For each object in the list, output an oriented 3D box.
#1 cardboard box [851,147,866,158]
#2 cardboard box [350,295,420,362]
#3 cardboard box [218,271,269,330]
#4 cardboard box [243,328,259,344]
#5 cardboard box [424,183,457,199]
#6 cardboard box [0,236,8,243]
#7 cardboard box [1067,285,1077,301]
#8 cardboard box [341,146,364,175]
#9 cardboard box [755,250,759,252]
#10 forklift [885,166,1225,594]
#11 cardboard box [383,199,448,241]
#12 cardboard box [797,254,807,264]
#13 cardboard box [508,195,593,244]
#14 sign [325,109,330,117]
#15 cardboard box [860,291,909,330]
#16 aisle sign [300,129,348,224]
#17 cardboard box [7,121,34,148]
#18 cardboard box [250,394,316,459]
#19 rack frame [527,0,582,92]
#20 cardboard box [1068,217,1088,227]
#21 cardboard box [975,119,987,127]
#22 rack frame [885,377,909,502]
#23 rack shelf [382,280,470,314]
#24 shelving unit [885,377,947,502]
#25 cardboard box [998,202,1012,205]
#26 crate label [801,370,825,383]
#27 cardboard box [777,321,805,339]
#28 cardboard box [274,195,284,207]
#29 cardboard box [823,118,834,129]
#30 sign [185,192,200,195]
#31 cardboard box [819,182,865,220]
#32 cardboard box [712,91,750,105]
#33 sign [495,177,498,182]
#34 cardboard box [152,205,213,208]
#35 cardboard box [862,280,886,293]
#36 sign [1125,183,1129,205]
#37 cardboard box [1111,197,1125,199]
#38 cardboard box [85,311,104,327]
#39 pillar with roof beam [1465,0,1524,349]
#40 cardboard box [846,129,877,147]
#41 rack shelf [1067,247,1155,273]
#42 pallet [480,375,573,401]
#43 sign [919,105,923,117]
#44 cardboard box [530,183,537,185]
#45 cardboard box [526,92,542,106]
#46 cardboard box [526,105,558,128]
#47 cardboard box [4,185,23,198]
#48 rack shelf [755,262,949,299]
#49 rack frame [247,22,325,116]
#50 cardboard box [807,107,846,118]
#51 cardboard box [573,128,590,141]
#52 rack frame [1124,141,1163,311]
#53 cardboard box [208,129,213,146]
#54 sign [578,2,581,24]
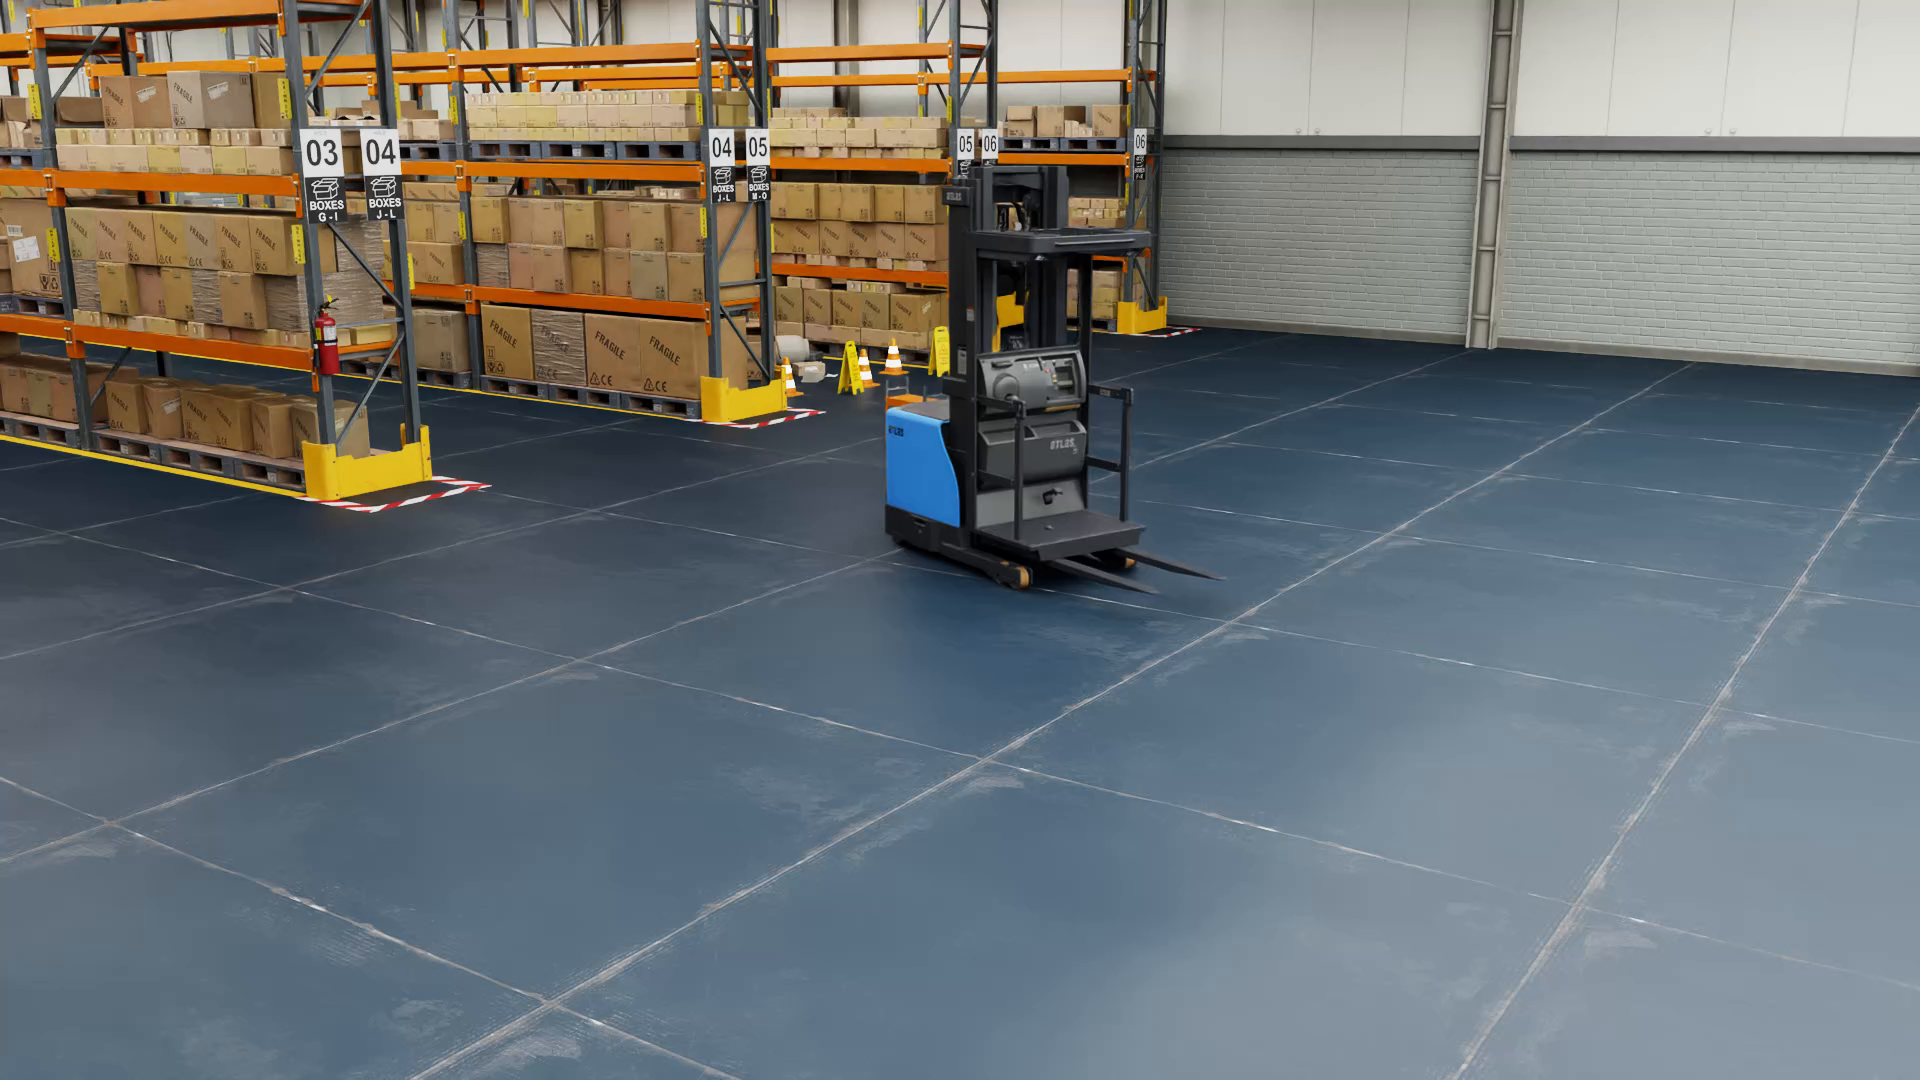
[{"bbox_3d":[-1.313,-5.407,23.205,0.250,0.149,0.380,9,16,31],"label":"cardboard box"},{"bbox_3d":[-7.948,-2.872,22.490,0.750,0.750,1.050,9,17,34],"label":"cardboard box"},{"bbox_3d":[-6.267,-2.243,15.316,0.500,0.500,0.875,9,17,33],"label":"cardboard box"},{"bbox_3d":[-6.338,-1.897,15.265,0.250,0.149,0.380,9,17,33],"label":"cardboard box"},{"bbox_3d":[-8.714,-5.800,28.223,0.500,0.500,0.500,9,16,31],"label":"cardboard box"},{"bbox_3d":[-10.993,-3.134,18.659,0.500,0.500,0.700,12,19,41],"label":"cardboard box"},{"bbox_3d":[1.965,-4.078,27.364,0.500,0.250,0.500,9,17,32],"label":"cardboard box"},{"bbox_3d":[-5.600,-3.427,14.996,0.500,0.250,0.500,10,17,34],"label":"cardboard box"},{"bbox_3d":[-2.923,-4.519,24.508,0.500,0.500,0.500,9,17,33],"label":"cardboard box"},{"bbox_3d":[0.665,-1.198,12.063,1.130,2.935,3.031,-10,17,-34],"label":"forklift"},{"bbox_3d":[-7.074,-4.176,21.660,0.500,0.500,0.700,9,17,33],"label":"cardboard box"},{"bbox_3d":[-2.150,-4.090,24.124,0.250,0.149,0.380,9,17,33],"label":"cardboard box"},{"bbox_3d":[-5.003,-3.930,20.397,0.550,0.550,0.875,9,17,33],"label":"cardboard box"},{"bbox_3d":[-8.814,-5.831,23.154,0.005,0.325,0.100,9,17,33],"label":"sign"},{"bbox_3d":[-1.059,-3.262,23.545,0.500,0.500,0.500,10,17,35],"label":"cardboard box"},{"bbox_3d":[-5.460,-3.122,14.282,0.004,0.787,0.394,9,17,33],"label":"aisle sign"},{"bbox_3d":[-9.499,-4.165,17.070,0.258,0.266,0.396,10,17,35],"label":"cardboard box"},{"bbox_3d":[-6.368,-1.079,15.767,0.500,0.500,0.500,-12,18,-39],"label":"cardboard box"},{"bbox_3d":[-6.452,-7.889,26.465,0.127,3.000,1.000,9,17,33],"label":"rack frame"},{"bbox_3d":[1.973,-5.028,27.183,0.500,0.500,0.500,10,17,35],"label":"cardboard box"},{"bbox_3d":[0.189,-6.936,27.959,0.500,0.311,0.500,10,17,34],"label":"cardboard box"},{"bbox_3d":[-0.523,-0.753,13.867,0.240,1.200,0.015,-12,18,-40],"label":"rack frame"},{"bbox_3d":[-7.471,-3.359,22.147,4.000,0.370,1.077,9,17,33],"label":"rack shelf"},{"bbox_3d":[-0.361,-0.709,13.690,0.258,1.200,0.503,-12,18,-40],"label":"shelving unit"},{"bbox_3d":[0.847,-5.680,27.847,0.250,0.149,0.380,9,17,33],"label":"cardboard box"},{"bbox_3d":[-1.915,-2.141,21.687,0.298,0.136,0.250,1,14,4],"label":"crate label"},{"bbox_3d":[-2.345,-3.107,24.481,0.500,0.250,0.500,10,17,36],"label":"cardboard box"},{"bbox_3d":[-12.418,-6.395,30.624,0.500,0.500,0.500,9,16,31],"label":"cardboard box"},{"bbox_3d":[-1.717,-5.862,23.383,0.250,0.149,0.380,10,17,34],"label":"cardboard box"},{"bbox_3d":[-16.691,-7.618,36.137,0.001,0.242,0.339,9,17,33],"label":"sign"},{"bbox_3d":[-1.592,-4.819,23.640,0.500,0.500,0.700,9,17,32],"label":"cardboard box"},{"bbox_3d":[-2.592,-4.985,18.758,0.250,0.149,0.380,9,17,33],"label":"cardboard box"},{"bbox_3d":[-9.997,-7.863,35.779,0.005,0.325,0.100,9,17,33],"label":"sign"},{"bbox_3d":[-7.721,-3.070,16.577,0.500,0.500,0.500,9,17,33],"label":"cardboard box"},{"bbox_3d":[-1.173,-3.578,23.471,0.250,0.149,0.380,10,17,34],"label":"cardboard box"},{"bbox_3d":[2.639,-5.465,26.254,0.005,0.325,0.100,9,17,33],"label":"sign"},{"bbox_3d":[2.608,-5.538,27.274,0.250,0.149,0.380,10,17,35],"label":"cardboard box"},{"bbox_3d":[-8.453,-2.218,16.562,0.250,0.149,0.380,9,17,33],"label":"cardboard box"},{"bbox_3d":[5.455,-6.416,20.516,0.400,9.000,9.100,9,17,33],"label":"pillar with roof beam"},{"bbox_3d":[-1.238,-5.583,23.084,0.500,0.250,0.500,10,17,34],"label":"cardboard box"},{"bbox_3d":[1.294,-4.813,28.022,4.000,0.370,1.077,9,17,33],"label":"rack shelf"},{"bbox_3d":[-5.224,-1.969,20.837,1.213,0.211,1.003,9,17,33],"label":"pallet"},{"bbox_3d":[-0.660,-7.181,28.116,0.005,0.325,0.100,9,17,33],"label":"sign"},{"bbox_3d":[-7.142,-5.690,27.778,0.500,0.500,0.500,9,17,33],"label":"cardboard box"},{"bbox_3d":[-4.852,-5.160,19.466,0.250,0.149,0.380,9,17,33],"label":"cardboard box"},{"bbox_3d":[-4.724,-4.964,19.501,0.500,0.250,0.500,9,16,32],"label":"cardboard box"},{"bbox_3d":[-14.703,-5.474,26.285,0.500,0.500,0.500,9,16,32],"label":"cardboard box"},{"bbox_3d":[-1.473,-3.823,24.021,4.000,0.370,1.077,9,17,33],"label":"rack shelf"},{"bbox_3d":[-9.131,-6.888,22.423,0.127,3.000,1.000,9,17,33],"label":"rack frame"},{"bbox_3d":[-2.375,-7.442,29.610,0.500,0.500,0.500,10,17,34],"label":"cardboard box"},{"bbox_3d":[-4.223,-4.672,19.151,0.250,0.149,0.380,9,17,33],"label":"cardboard box"},{"bbox_3d":[2.954,-4.894,26.852,0.127,3.000,1.000,9,17,33],"label":"rack frame"},{"bbox_3d":[-6.545,-3.640,15.025,0.250,0.149,0.380,9,17,33],"label":"cardboard box"},{"bbox_3d":[-6.157,-8.490,26.785,0.005,0.325,0.100,9,17,33],"label":"sign"}]
